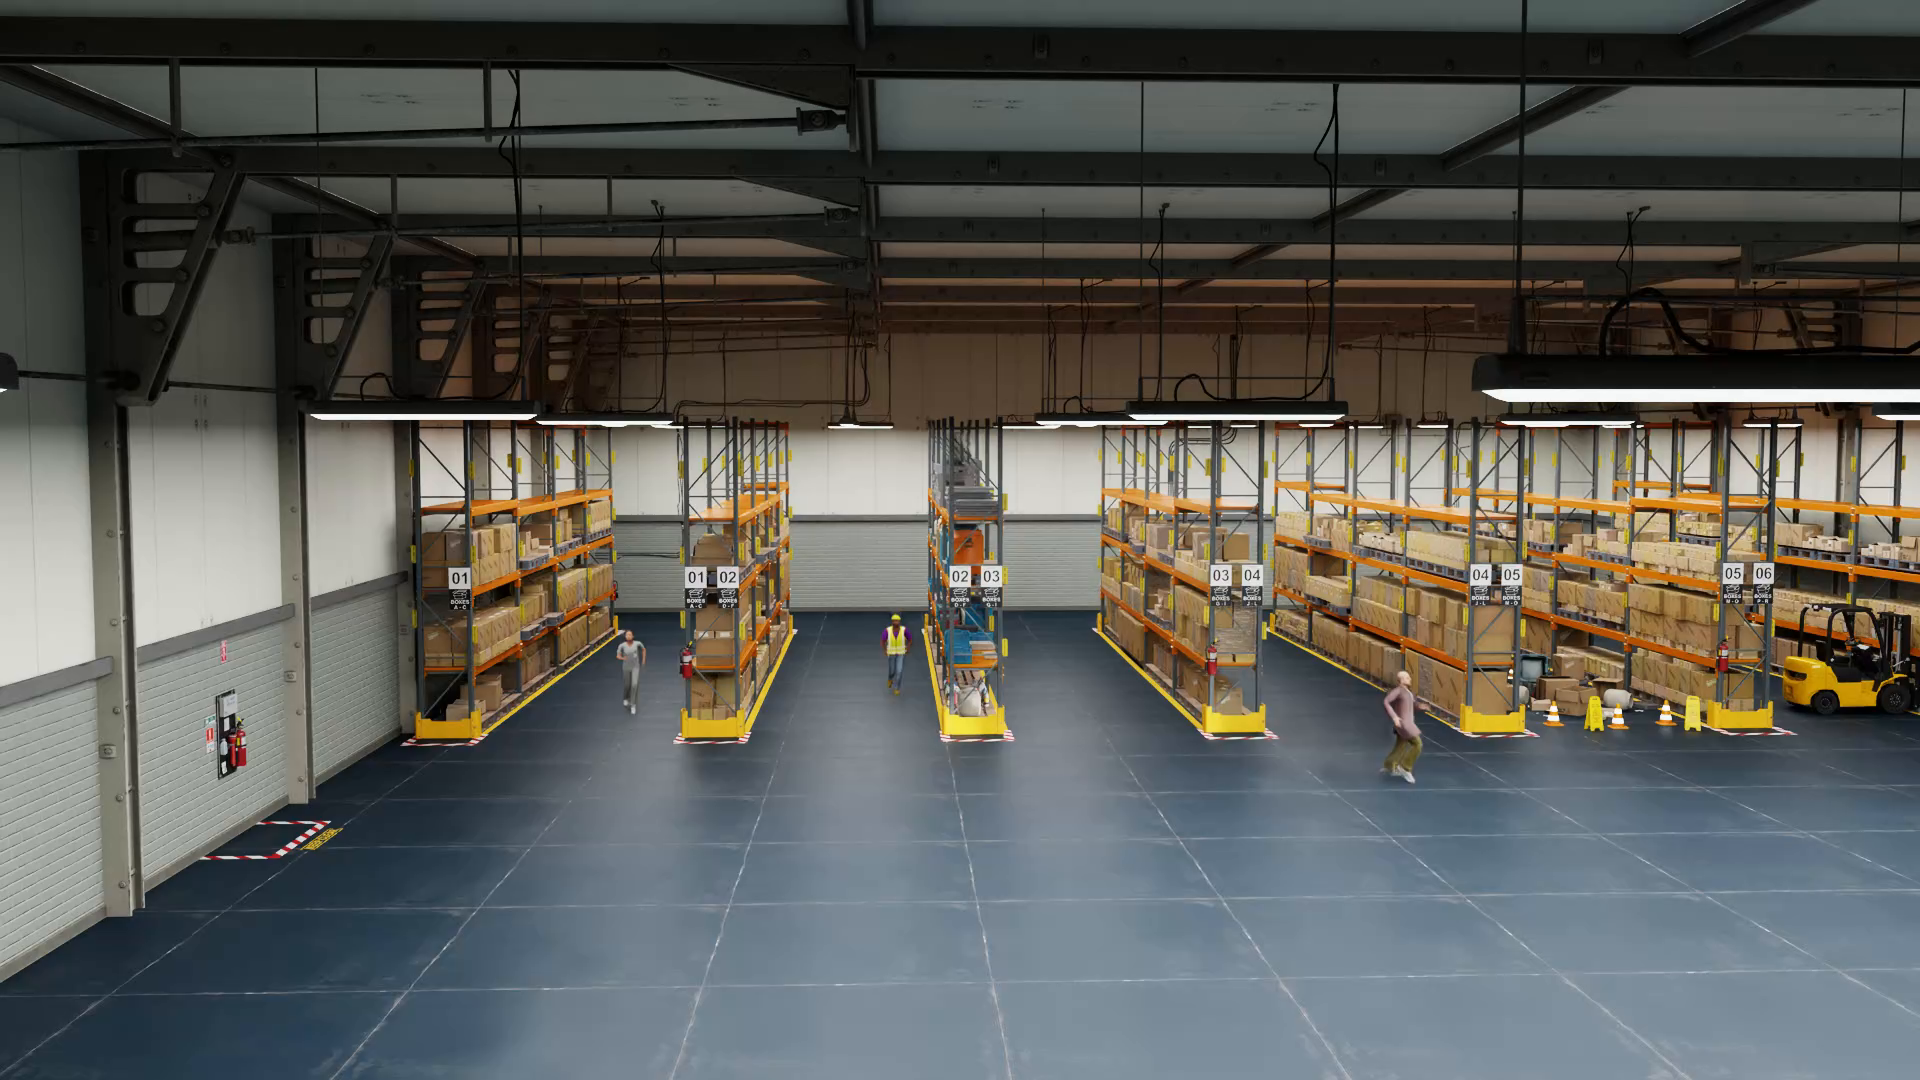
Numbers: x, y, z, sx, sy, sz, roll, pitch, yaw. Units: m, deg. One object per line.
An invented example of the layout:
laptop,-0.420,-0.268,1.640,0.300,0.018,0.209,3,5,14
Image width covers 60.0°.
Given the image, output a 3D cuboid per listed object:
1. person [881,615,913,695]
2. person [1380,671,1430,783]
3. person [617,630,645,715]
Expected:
person,-1.372,2.494,36.378,0.698,1.740,0.662,0,4,-2
person,7.287,3.062,27.254,0.798,1.823,0.671,2,4,26
person,-6.731,2.665,34.047,0.575,1.695,0.955,-1,4,-9
